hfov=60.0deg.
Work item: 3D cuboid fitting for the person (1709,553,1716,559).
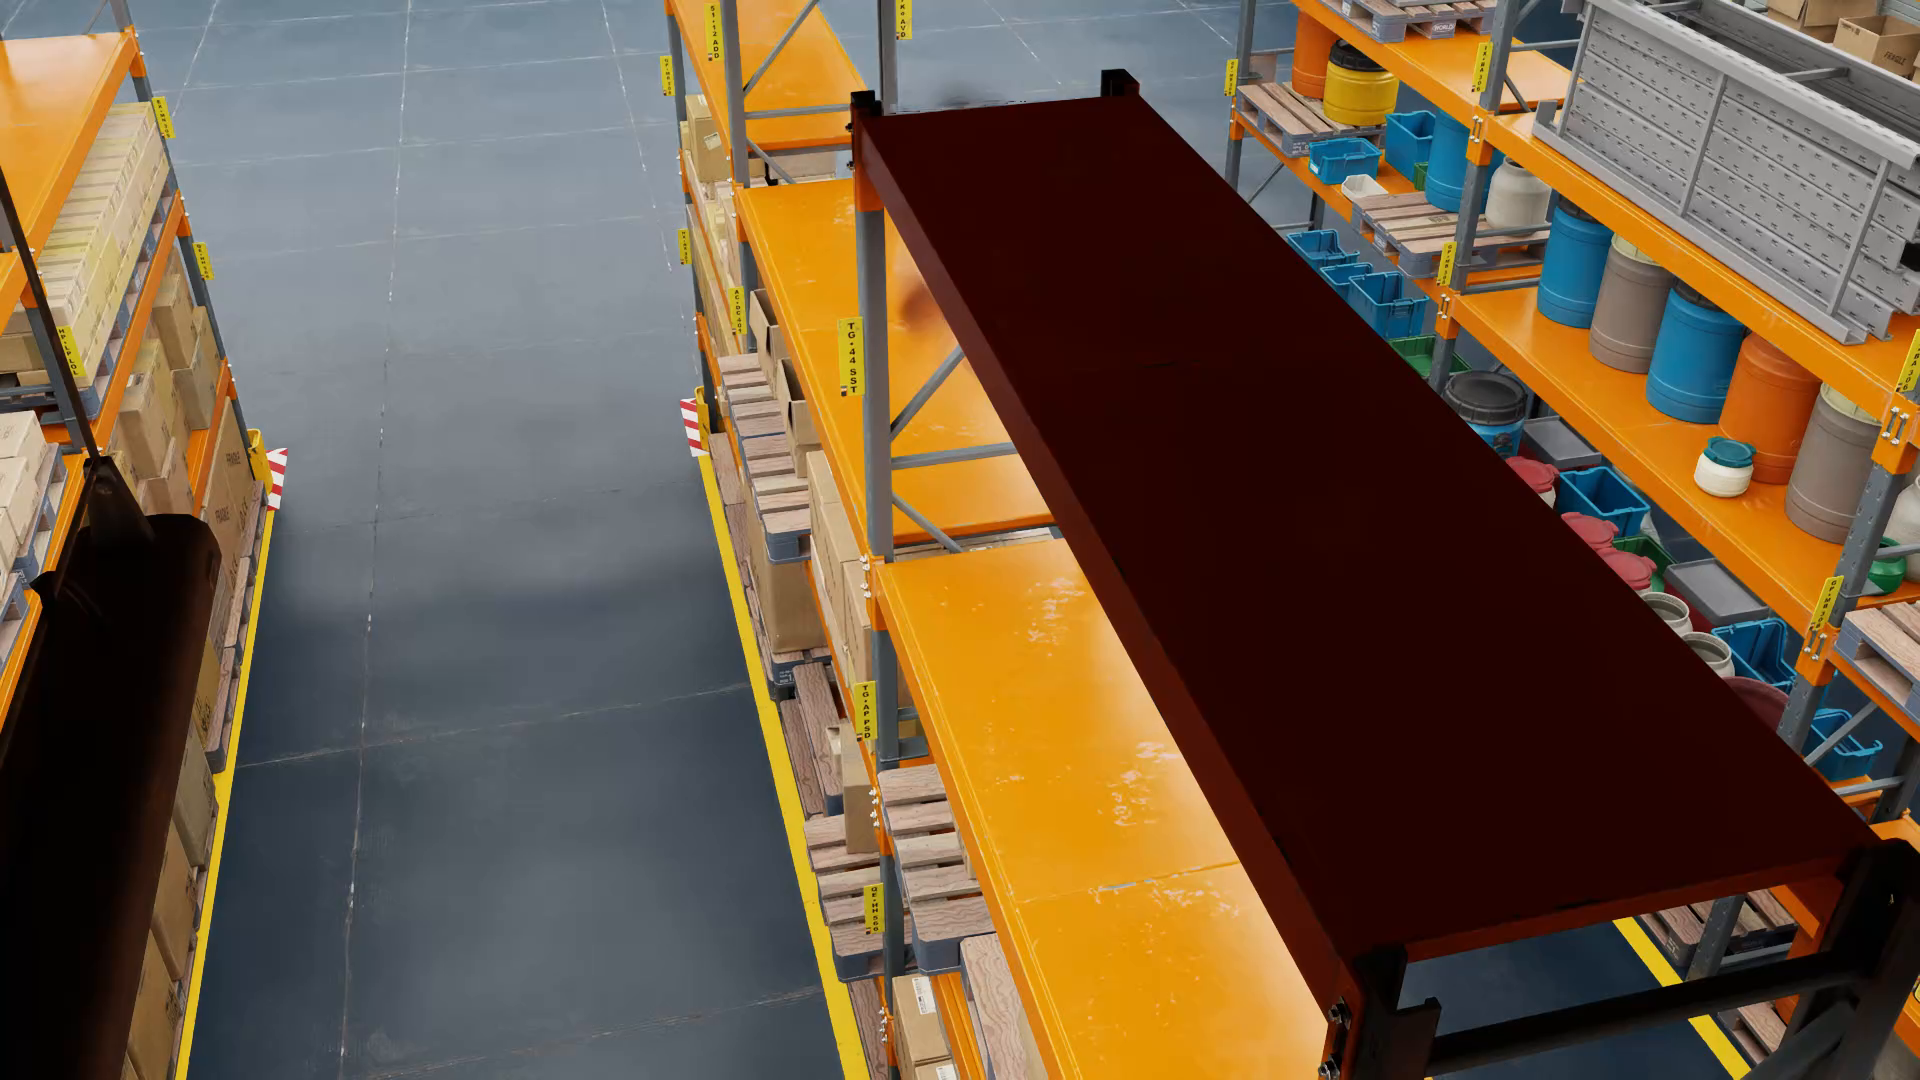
[{"bbox_3d":[6.015,0.015,12.649,0.510,1.570,0.636,-7,35,-9],"label":"person"}]

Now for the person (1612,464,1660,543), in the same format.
[{"bbox_3d":[5.478,-0.557,13.395,0.710,1.720,0.593,-5,35,-7],"label":"person"}]
